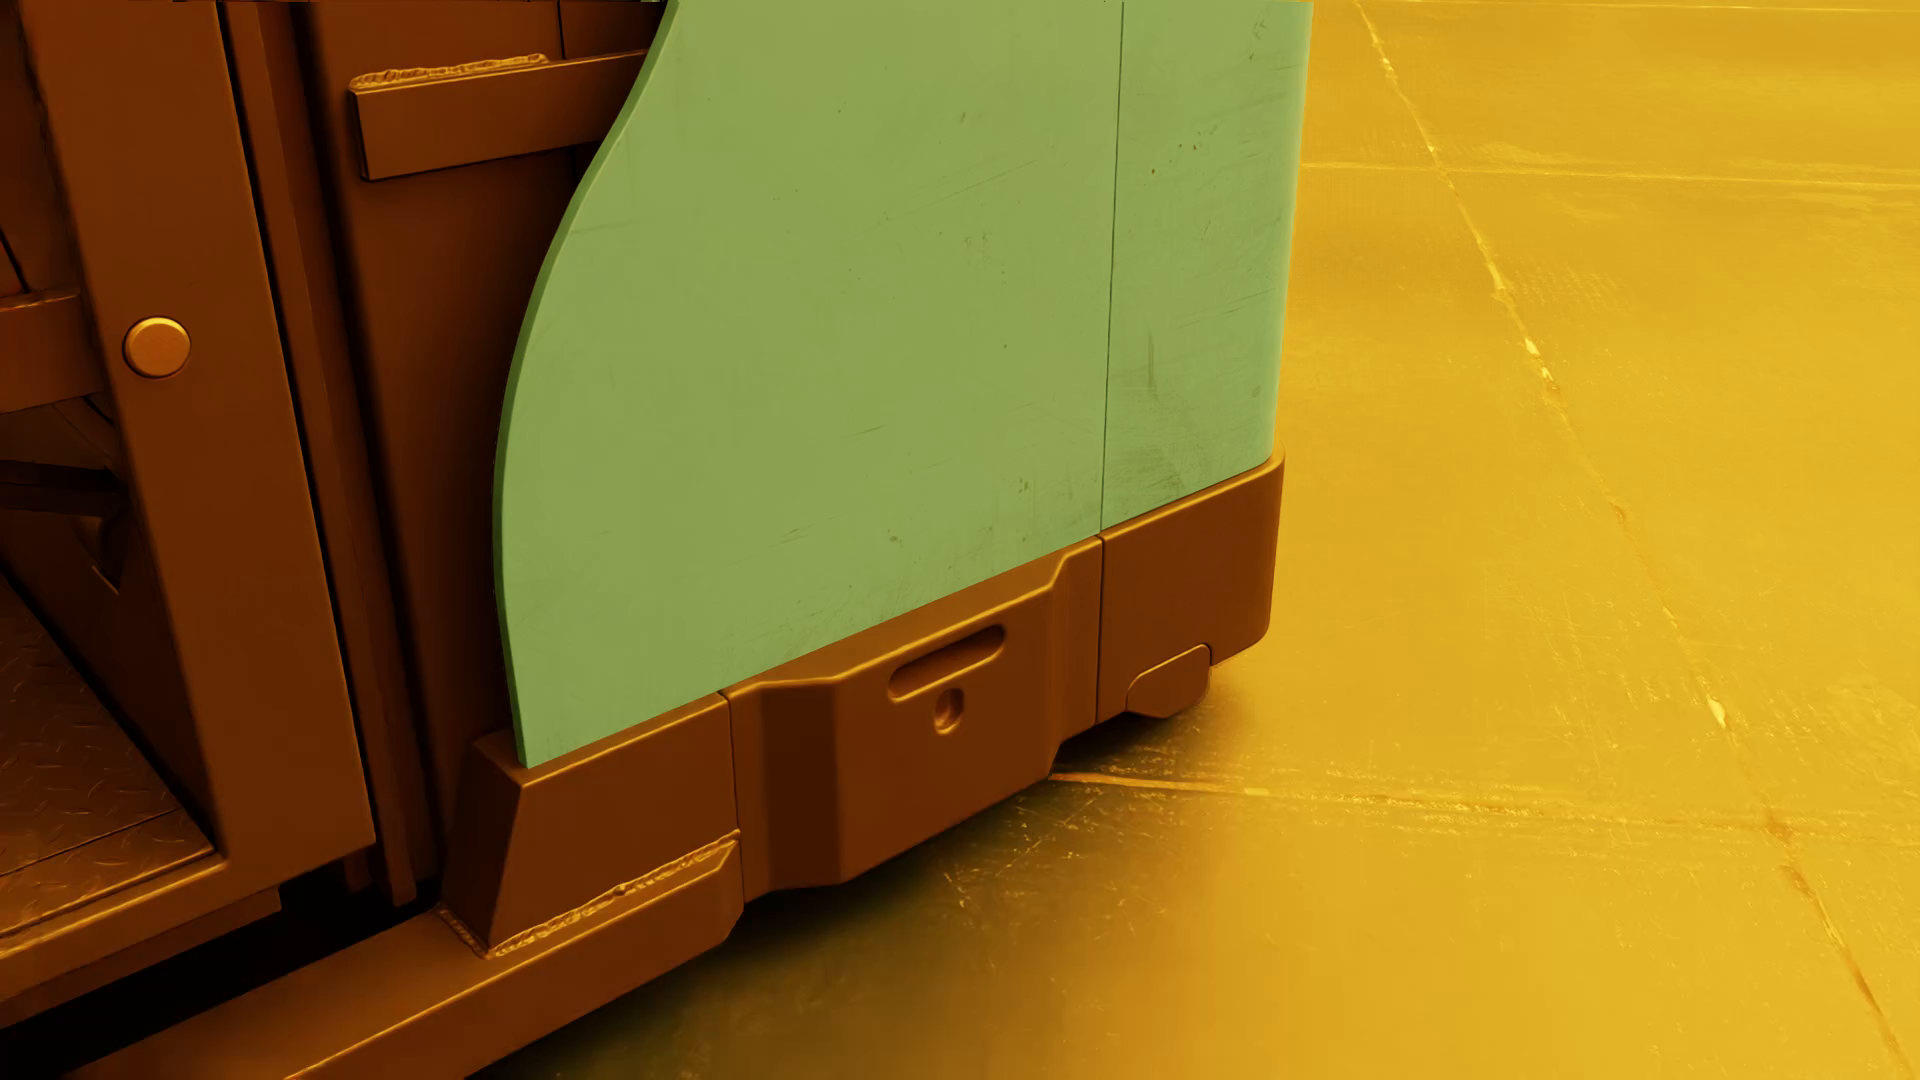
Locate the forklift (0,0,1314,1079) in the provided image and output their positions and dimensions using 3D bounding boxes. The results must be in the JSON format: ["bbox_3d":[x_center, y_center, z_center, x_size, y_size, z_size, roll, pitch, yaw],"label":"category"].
[{"bbox_3d":[-1.045,-0.876,0.972,3.031,2.935,1.130,-21,34,-36],"label":"forklift"}]
